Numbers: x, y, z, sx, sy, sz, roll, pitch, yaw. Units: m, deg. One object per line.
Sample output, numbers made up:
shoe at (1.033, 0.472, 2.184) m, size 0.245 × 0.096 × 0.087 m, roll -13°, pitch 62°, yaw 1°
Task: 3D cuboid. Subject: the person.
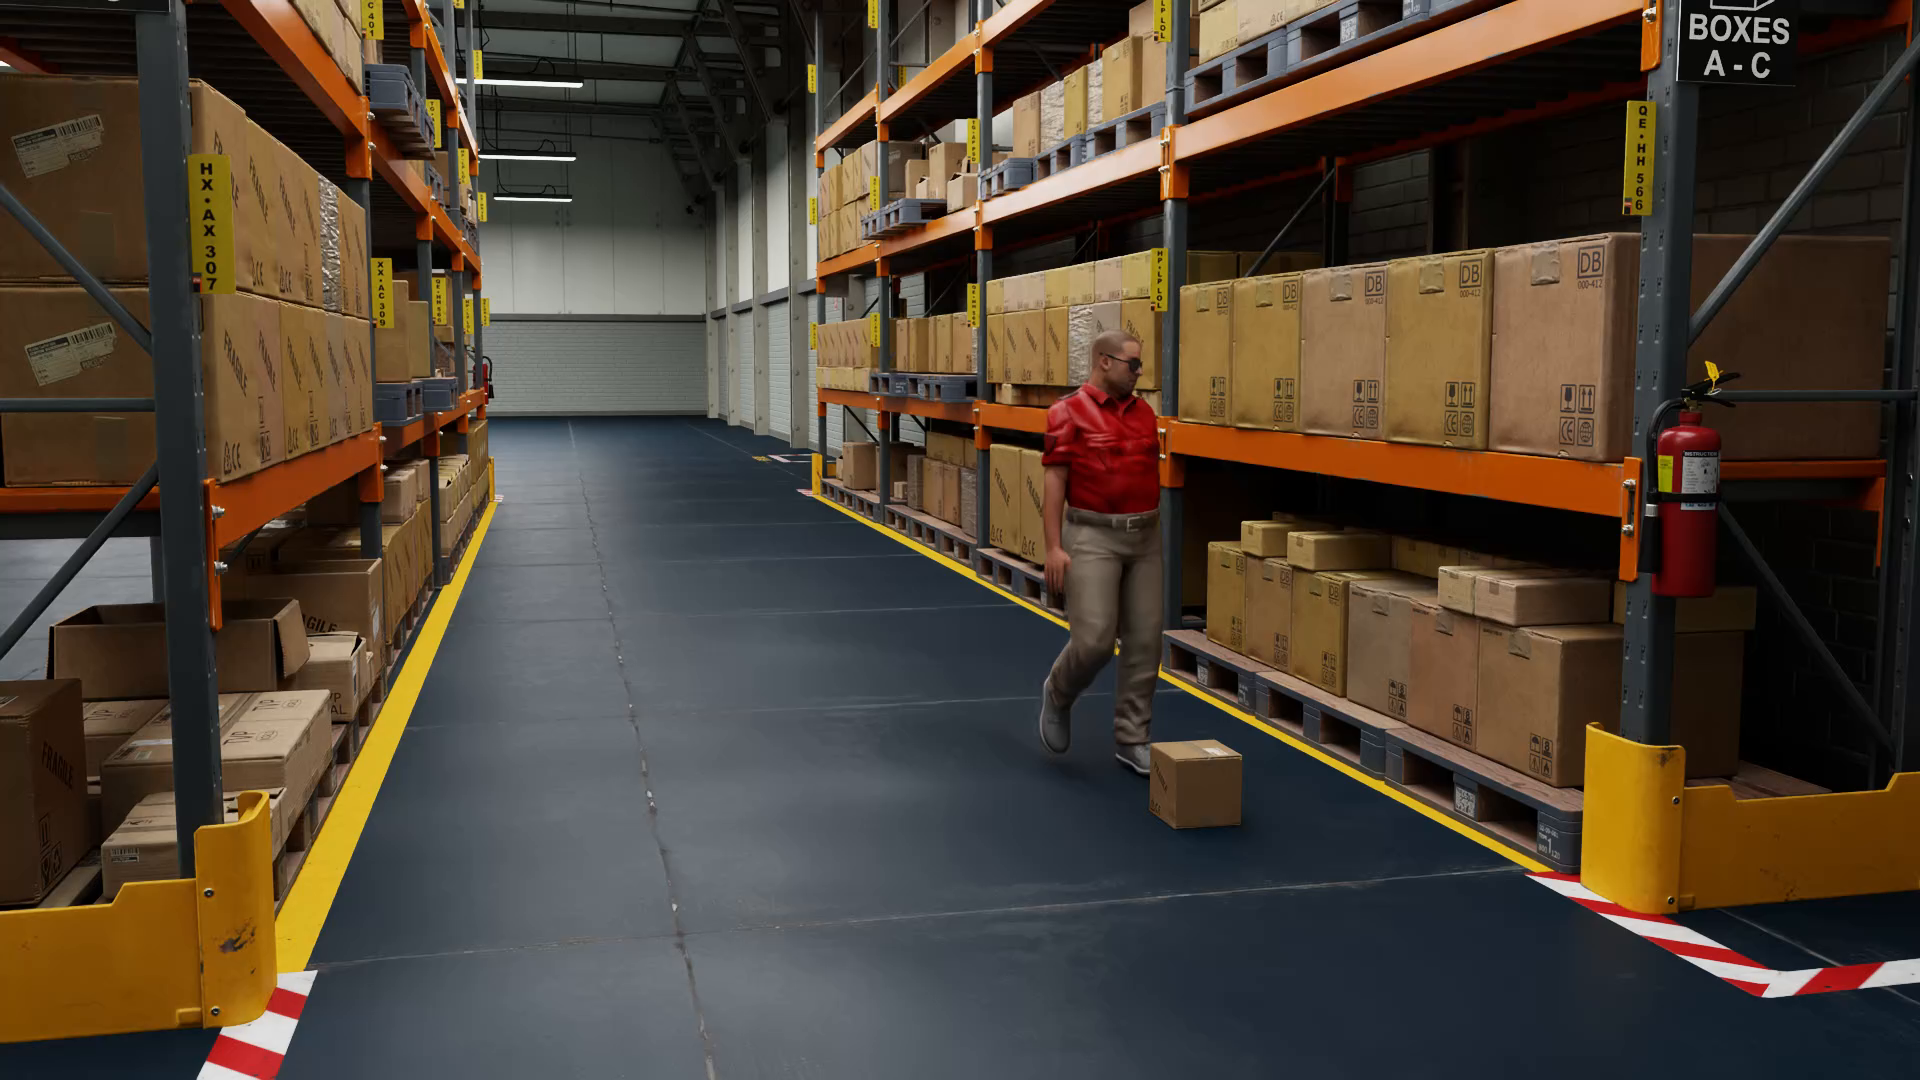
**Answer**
person at (0.583, 0.040, 6.521) m, size 0.556 × 1.724 × 0.588 m, roll -4°, pitch 7°, yaw -30°
